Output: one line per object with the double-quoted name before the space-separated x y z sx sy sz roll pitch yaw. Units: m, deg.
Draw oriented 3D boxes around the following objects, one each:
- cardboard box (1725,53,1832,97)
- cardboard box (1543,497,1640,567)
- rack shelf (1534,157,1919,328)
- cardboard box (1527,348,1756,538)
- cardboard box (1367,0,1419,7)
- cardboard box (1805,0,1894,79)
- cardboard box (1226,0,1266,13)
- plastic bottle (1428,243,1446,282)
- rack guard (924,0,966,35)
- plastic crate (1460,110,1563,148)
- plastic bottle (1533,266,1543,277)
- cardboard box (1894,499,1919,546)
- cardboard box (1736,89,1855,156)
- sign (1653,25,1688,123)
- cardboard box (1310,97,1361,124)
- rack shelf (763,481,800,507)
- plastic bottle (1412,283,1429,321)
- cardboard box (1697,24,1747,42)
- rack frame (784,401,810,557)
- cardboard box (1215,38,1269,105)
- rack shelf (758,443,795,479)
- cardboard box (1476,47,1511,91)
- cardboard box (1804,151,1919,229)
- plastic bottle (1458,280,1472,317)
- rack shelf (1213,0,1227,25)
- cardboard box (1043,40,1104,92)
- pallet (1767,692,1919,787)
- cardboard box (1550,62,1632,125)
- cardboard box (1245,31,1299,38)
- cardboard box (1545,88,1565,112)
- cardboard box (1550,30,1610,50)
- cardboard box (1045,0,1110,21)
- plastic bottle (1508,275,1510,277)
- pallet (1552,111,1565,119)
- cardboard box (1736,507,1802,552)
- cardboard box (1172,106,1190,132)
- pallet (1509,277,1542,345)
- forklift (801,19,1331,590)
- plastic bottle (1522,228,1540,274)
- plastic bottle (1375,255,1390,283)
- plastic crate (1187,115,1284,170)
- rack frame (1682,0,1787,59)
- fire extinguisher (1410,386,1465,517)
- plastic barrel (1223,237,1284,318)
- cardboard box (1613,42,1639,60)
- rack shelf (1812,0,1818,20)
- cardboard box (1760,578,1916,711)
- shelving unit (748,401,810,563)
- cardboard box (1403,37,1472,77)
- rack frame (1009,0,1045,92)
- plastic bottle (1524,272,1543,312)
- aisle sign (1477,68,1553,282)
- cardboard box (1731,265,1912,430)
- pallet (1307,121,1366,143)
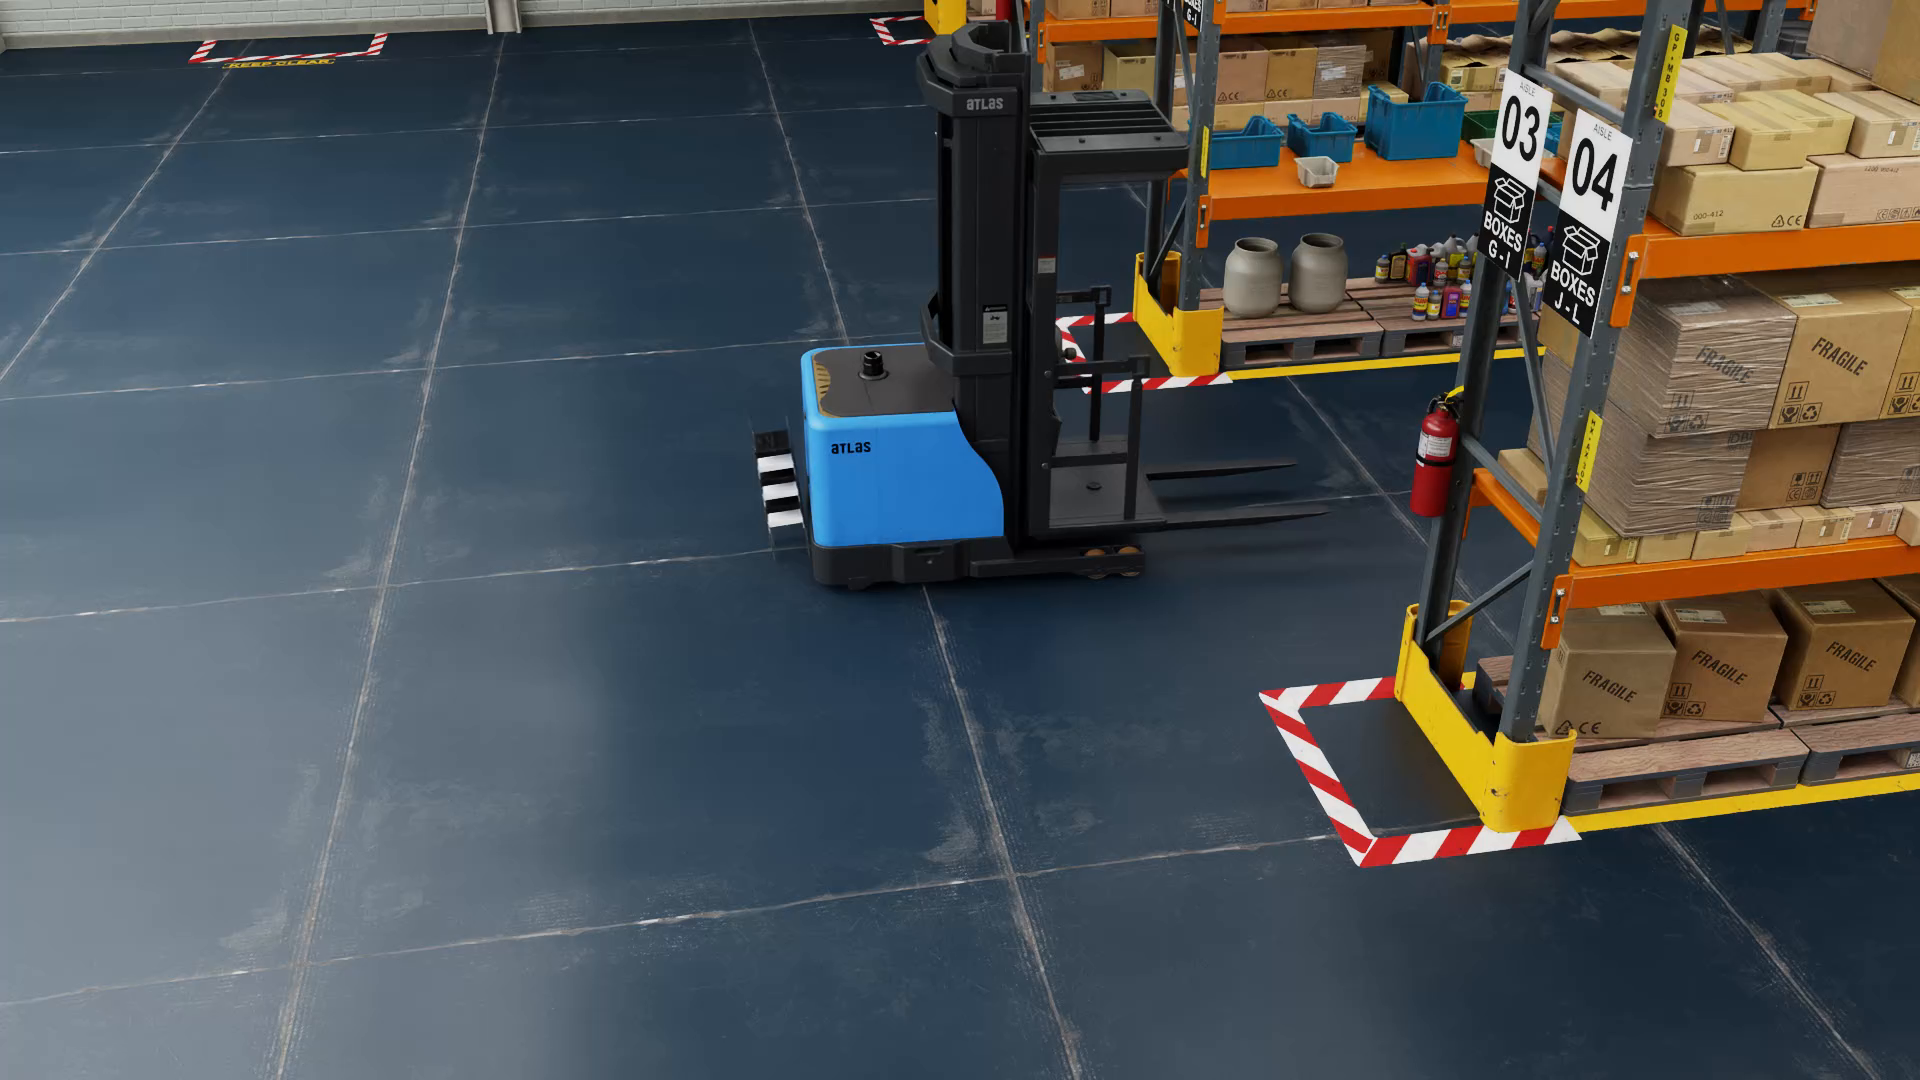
"cardboard box" 3.401 -1.912 6.951 0.250 0.149 0.380 -5 31 -9
"cardboard box" 2.738 -0.050 7.237 0.250 0.149 0.380 -5 31 -9
"rack shelf" 4.382 -1.416 7.064 4.000 0.370 1.077 -5 31 -9
"cardboard box" 2.961 -0.459 7.293 0.500 0.500 0.875 -5 31 -9
"cardboard box" 4.133 -5.555 16.253 0.500 0.500 0.700 -6 31 -10
"cardboard box" 3.894 -2.198 6.799 0.500 0.500 0.500 -5 31 -9
"cardboard box" 2.618 -5.412 16.011 0.500 0.500 0.700 -4 31 -7
"plastic bottle" 3.640 -2.144 12.804 0.135 0.276 0.152 -6 31 -10
"rack guard" -0.187 -6.589 20.577 0.348 0.500 1.175 -5 31 -9
"plastic crate" 4.071 -3.011 12.235 0.662 0.188 0.450 -5 31 -9
"plastic bottle" 4.326 -1.903 12.388 0.133 0.283 0.061 -5 31 -9
"cardboard box" 4.231 -0.138 7.388 0.250 0.149 0.380 -5 31 -9
"cardboard box" 3.226 -1.621 6.457 0.250 0.149 0.380 -6 31 -10
"sign" 2.513 -1.650 5.890 0.005 0.325 0.100 -5 31 -9
"cardboard box" 3.658 -4.359 16.617 0.500 0.250 0.500 -5 31 -9
"rack shelf" -1.030 -0.300 9.535 0.200 0.077 0.258 -9 31 -4
"plastic bottle" 3.362 -1.744 12.128 0.097 0.271 0.097 0 30 0
"cardboard box" 7.935 -5.257 17.590 0.500 0.311 0.500 -4 31 -7
"rack frame" -0.933 -0.344 9.524 0.006 0.900 0.240 -9 31 -4
"cardboard box" 2.678 -4.583 16.258 0.500 0.500 0.500 -5 31 -9
"rack shelf" -1.048 -0.453 9.442 0.200 0.077 0.258 -9 31 -4
"cardboard box" 5.514 -4.749 16.727 0.500 0.311 0.500 -6 31 -10
"cardboard box" 3.442 -1.444 6.550 0.500 0.250 0.500 -6 31 -10
"plastic bottle" 3.699 -1.775 12.182 0.097 0.271 0.097 0 30 0
"rack shelf" 3.490 -3.886 11.264 4.000 0.370 1.077 -5 31 -9
"cardboard box" 1.108 -4.706 16.468 0.500 0.500 0.500 -5 31 -9
"pallet" 4.493 0.778 8.333 1.213 0.211 1.003 -5 31 -9
"cardboard box" 2.632 -1.832 6.816 0.250 0.149 0.380 -5 31 -9
"cardboard box" 3.073 -4.897 16.791 0.500 0.500 0.500 -5 31 -9
"cardboard box" 6.022 -4.559 16.957 0.500 0.250 0.500 -6 31 -10
"cardboard box" 6.412 -5.112 17.344 0.500 0.311 0.500 -6 31 -10
"cardboard box" 1.096 -5.269 15.768 0.500 0.500 0.700 -5 31 -9
"plastic bottle" 4.265 -2.183 12.875 0.097 0.271 0.097 0 30 0
"pallet" 6.489 -4.553 17.399 1.213 0.211 1.003 -5 31 -9
"cardboard box" 3.478 -0.111 7.342 0.250 0.149 0.380 -5 31 -9
"cardboard box" 2.185 -4.217 16.375 0.500 0.250 0.500 -5 31 -9
"pallet" 4.789 -1.843 12.790 1.213 0.211 1.003 -5 31 -9
"forklift" 0.625 -1.305 9.193 3.031 2.935 1.130 -4 31 -6
"plastic bottle" 4.403 -2.249 12.909 0.185 0.351 0.144 -7 31 -11
"plastic bottle" 3.250 -2.090 12.786 0.097 0.201 0.097 0 30 0
"plastic crate" 1.961 -2.851 11.900 0.616 0.251 0.499 -5 31 -9
"rack frame" 5.457 -3.085 12.152 0.127 3.000 1.000 -5 31 -9
"fire extinguisher" 2.219 -0.437 7.724 0.183 0.674 0.296 -5 31 -9
"plastic barrel" 2.156 -1.927 12.222 0.421 0.512 0.421 0 30 0
"cardboard box" 7.025 -4.892 16.970 0.500 0.311 0.500 -5 31 -9
"rack shelf" 10.471 -5.793 17.467 4.000 0.370 1.077 -5 31 -9
"cardboard box" 4.233 0.478 8.144 0.500 0.500 0.500 -3 31 -4
"shelving unit" -1.033 -0.328 9.518 0.210 0.900 0.258 -9 31 -4
"cardboard box" 4.916 -4.973 17.107 0.500 0.311 0.500 -5 31 -9
"rack frame" 0.634 -5.190 15.732 0.127 3.000 1.000 -5 31 -9
"plastic bottle" 4.209 -1.838 12.285 0.135 0.276 0.152 -5 31 -8
"aisle sign" 2.300 -1.515 6.917 0.004 0.787 0.394 -5 31 -9
"cardboard box" 3.498 -0.809 6.903 0.500 0.500 0.500 -5 31 -9
"pallet" 3.779 -4.302 16.972 1.213 0.211 1.003 -5 31 -9
